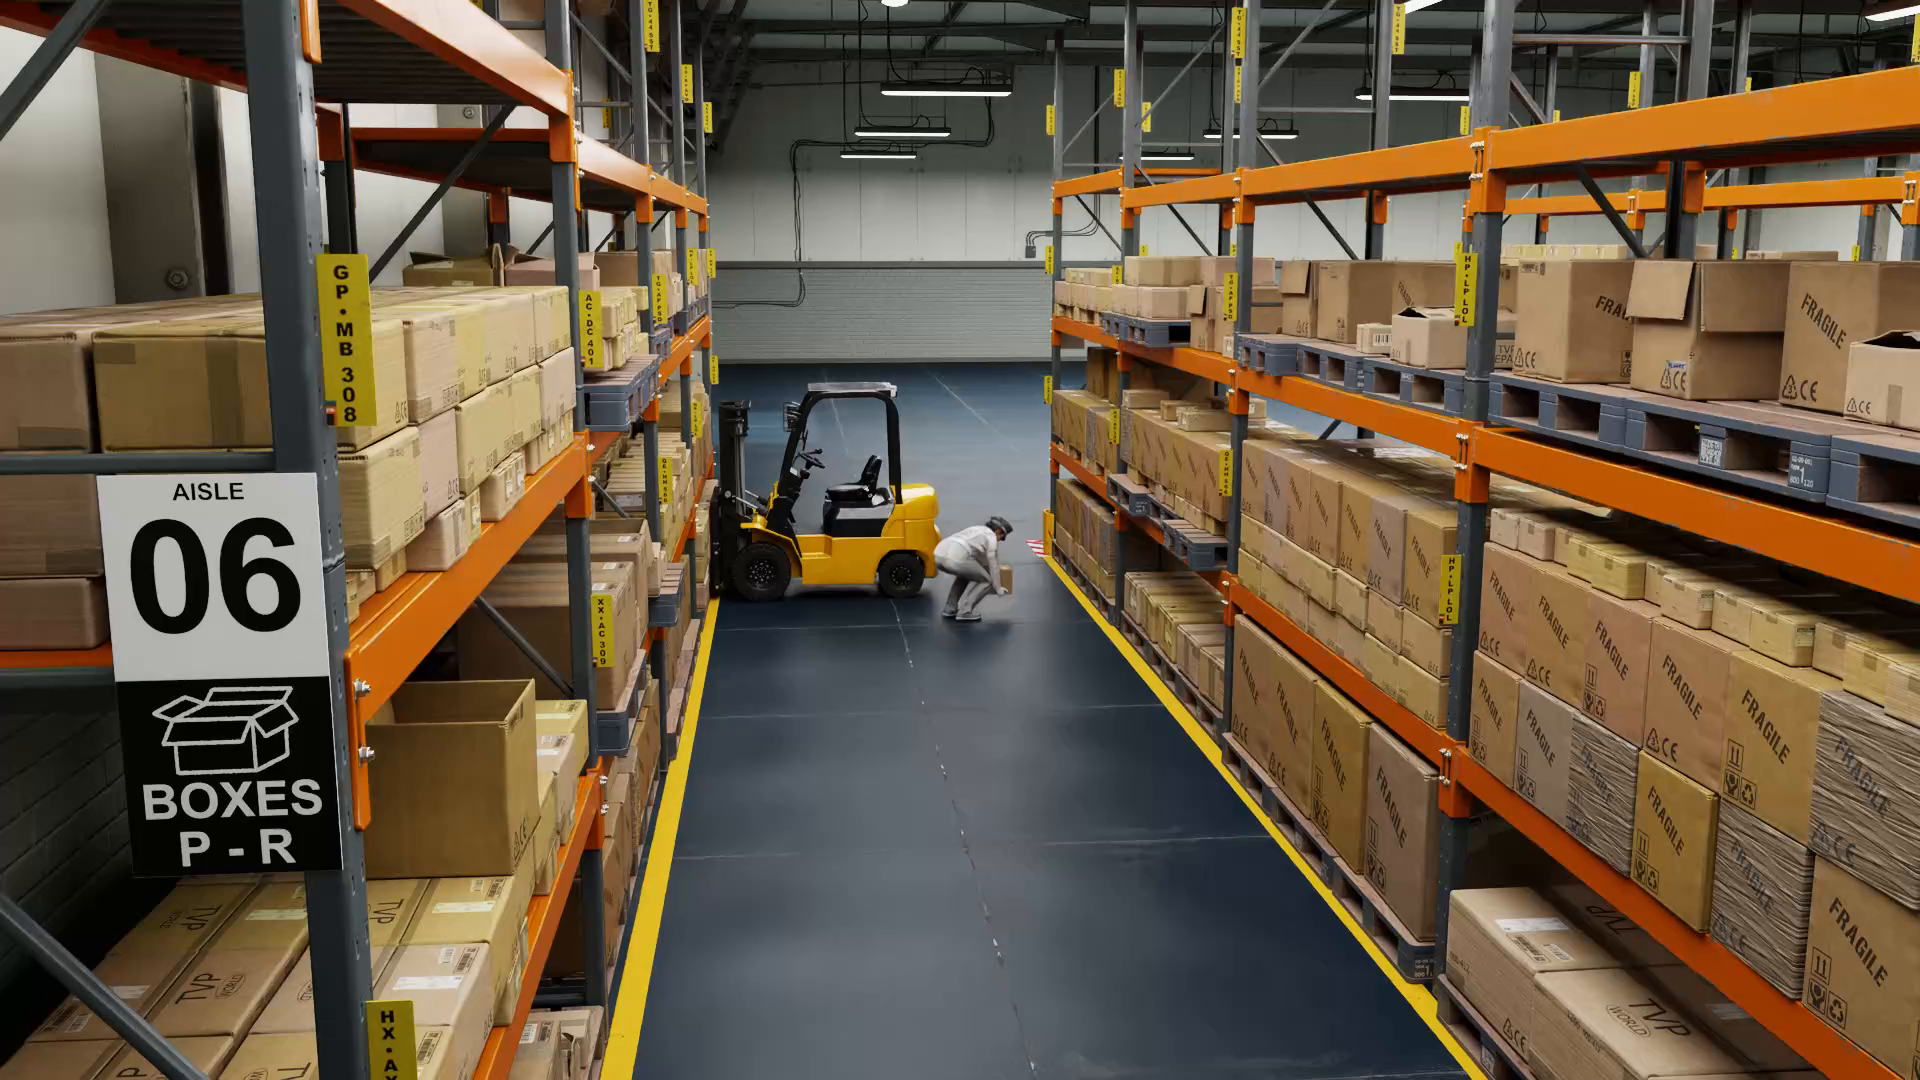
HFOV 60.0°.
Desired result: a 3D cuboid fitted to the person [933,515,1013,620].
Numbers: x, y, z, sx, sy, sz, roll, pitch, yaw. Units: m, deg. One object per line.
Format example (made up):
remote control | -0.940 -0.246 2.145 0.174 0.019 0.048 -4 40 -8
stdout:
person | 0.151 0.269 16.369 0.893 0.978 0.467 -8 13 -37
